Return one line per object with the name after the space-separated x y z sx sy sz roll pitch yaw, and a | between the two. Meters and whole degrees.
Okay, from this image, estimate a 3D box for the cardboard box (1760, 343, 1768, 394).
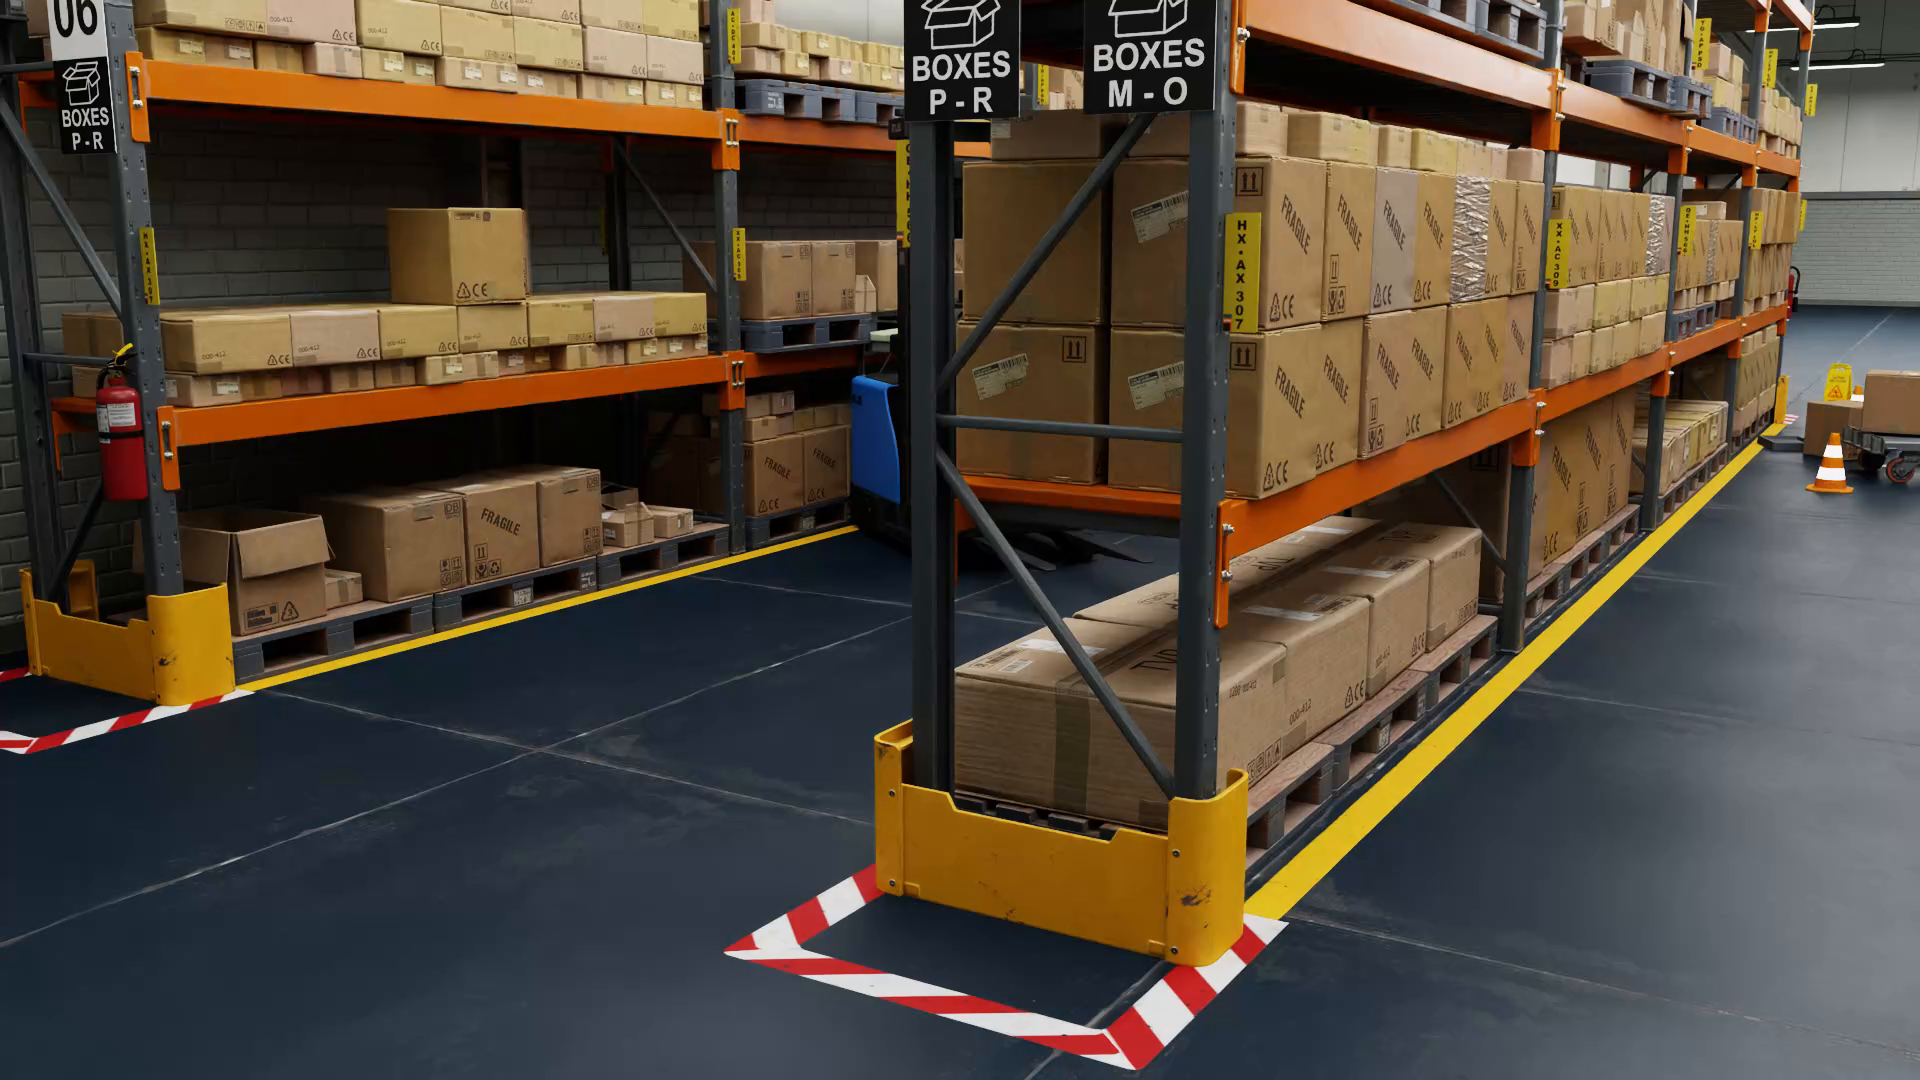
7.882 -1.753 16.873 0.500 0.500 0.500 6 12 29 | cardboard box

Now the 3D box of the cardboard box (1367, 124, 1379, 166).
1.246 -1.381 5.844 0.380 0.149 0.250 7 12 31 | cardboard box

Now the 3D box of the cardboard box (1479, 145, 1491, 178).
2.126 -1.665 7.361 0.380 0.149 0.250 6 12 31 | cardboard box

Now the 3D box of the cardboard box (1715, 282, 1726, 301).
6.119 -2.064 13.782 0.380 0.149 0.250 7 12 31 | cardboard box

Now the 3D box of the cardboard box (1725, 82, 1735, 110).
6.088 -3.635 13.746 0.500 0.250 0.500 7 12 31 | cardboard box

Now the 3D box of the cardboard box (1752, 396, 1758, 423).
7.612 -1.303 16.508 0.500 0.250 0.500 6 12 30 | cardboard box

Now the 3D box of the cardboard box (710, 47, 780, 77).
-1.368 -3.043 10.591 0.380 0.149 0.250 7 12 32 | cardboard box

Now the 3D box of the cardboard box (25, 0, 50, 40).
-3.942 -2.441 7.706 0.500 0.250 0.500 6 12 30 | cardboard box

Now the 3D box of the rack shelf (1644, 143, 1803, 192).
7.573 -3.648 16.504 1.077 0.370 4.000 6 12 31 | rack shelf

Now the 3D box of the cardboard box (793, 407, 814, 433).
-1.248 -0.848 11.634 0.380 0.149 0.250 6 12 28 | cardboard box

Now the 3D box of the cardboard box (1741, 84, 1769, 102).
6.977 -3.973 14.806 0.380 0.149 0.250 6 12 30 | cardboard box

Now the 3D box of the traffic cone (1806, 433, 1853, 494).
7.087 -0.637 13.511 0.336 0.463 0.334 6 12 31 | traffic cone

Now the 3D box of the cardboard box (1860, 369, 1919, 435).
8.071 -1.190 14.311 0.500 0.500 0.500 6 12 31 | cardboard box

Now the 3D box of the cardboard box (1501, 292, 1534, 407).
2.359 -0.906 7.784 0.500 0.500 0.500 7 12 31 | cardboard box

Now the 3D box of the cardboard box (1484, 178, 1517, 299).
2.102 -1.315 7.253 0.500 0.500 0.500 6 12 30 | cardboard box

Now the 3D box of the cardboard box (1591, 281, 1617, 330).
3.382 -1.330 9.370 0.500 0.250 0.500 7 12 31 | cardboard box

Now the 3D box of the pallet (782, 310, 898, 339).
-0.792 -1.656 12.585 1.003 0.211 1.213 6 12 31 | pallet

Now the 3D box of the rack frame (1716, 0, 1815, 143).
8.611 -5.790 17.842 1.000 3.000 0.127 6 12 31 | rack frame

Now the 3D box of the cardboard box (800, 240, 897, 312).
-0.744 -1.943 12.182 0.700 0.500 0.500 6 12 30 | cardboard box

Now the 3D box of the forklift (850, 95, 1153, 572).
0.232 -1.333 10.526 1.130 2.935 3.031 -4 11 -21 | forklift

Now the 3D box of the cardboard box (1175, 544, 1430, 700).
1.499 0.328 7.286 0.875 0.438 0.875 6 12 29 | cardboard box

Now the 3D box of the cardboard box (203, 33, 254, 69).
-3.462 -2.221 7.613 0.380 0.149 0.250 7 12 32 | cardboard box

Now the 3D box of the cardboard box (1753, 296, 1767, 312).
7.644 -2.308 16.228 0.380 0.149 0.250 6 12 31 | cardboard box

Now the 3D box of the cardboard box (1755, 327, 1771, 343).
8.013 -2.088 16.901 0.380 0.149 0.250 7 13 33 | cardboard box

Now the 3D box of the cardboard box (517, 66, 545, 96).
-2.495 -2.497 9.084 0.380 0.149 0.250 7 12 31 | cardboard box

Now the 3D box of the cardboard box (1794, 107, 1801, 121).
8.688 -4.503 17.633 0.380 0.149 0.250 7 12 31 | cardboard box

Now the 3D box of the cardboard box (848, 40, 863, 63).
-0.894 -3.359 11.469 0.380 0.149 0.250 7 12 31 | cardboard box

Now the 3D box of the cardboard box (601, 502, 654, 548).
-2.087 -0.118 10.139 0.396 0.266 0.258 7 13 33 | cardboard box

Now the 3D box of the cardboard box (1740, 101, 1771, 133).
6.997 -3.802 14.974 0.500 0.250 0.500 6 12 29 | cardboard box

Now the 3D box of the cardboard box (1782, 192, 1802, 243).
8.087 -3.258 16.823 0.700 0.500 0.500 6 12 30 | cardboard box

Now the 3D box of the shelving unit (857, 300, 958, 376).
-0.354 -0.967 12.073 0.431 1.500 0.755 7 15 32 | shelving unit

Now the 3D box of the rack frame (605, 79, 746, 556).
-1.863 -1.428 10.843 1.000 3.000 0.127 6 12 31 | rack frame

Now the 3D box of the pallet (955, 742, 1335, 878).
0.653 0.912 5.922 1.003 0.211 1.213 6 12 31 | pallet

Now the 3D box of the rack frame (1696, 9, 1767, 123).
6.535 -5.161 14.482 1.000 3.000 0.127 6 12 31 | rack frame

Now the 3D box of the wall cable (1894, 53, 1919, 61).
26.427 -13.933 43.692 3.097 2.526 0.112 6 12 31 | wall cable

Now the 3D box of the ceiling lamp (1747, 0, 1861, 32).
16.134 -11.333 31.589 2.000 3.185 0.800 6 12 31 | ceiling lamp

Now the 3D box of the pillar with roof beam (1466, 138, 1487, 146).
13.145 -7.716 28.131 9.100 9.000 0.548 6 12 31 | pillar with roof beam

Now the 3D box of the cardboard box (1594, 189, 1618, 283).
3.358 -1.698 9.297 0.500 0.500 0.500 6 12 29 | cardboard box

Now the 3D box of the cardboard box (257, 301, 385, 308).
-3.398 -1.127 8.838 0.500 0.250 0.500 7 13 32 | cardboard box

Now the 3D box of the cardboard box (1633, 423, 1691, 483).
5.136 -0.703 12.971 0.950 0.372 0.625 6 12 30 | cardboard box

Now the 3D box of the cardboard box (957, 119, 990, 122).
-0.106 -3.274 12.964 0.500 0.250 0.500 6 12 31 | cardboard box

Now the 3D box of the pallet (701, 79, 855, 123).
-1.465 -2.906 11.097 1.213 0.211 1.003 6 12 31 | pallet

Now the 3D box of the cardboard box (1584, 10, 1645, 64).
3.629 -2.823 9.368 0.396 0.266 0.258 8 13 35 | cardboard box

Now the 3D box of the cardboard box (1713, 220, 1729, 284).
5.961 -2.361 13.606 0.500 0.500 0.500 7 13 33 | cardboard box

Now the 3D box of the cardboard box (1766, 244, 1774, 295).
7.759 -2.690 16.508 0.500 0.500 0.500 7 12 31 | cardboard box

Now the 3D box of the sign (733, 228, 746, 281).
-1.395 -1.803 10.493 0.100 0.325 0.005 6 12 31 | sign

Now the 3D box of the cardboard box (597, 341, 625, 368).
-2.203 -1.105 9.803 0.380 0.149 0.250 7 13 32 | cardboard box

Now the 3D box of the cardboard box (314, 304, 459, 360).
-2.952 -1.076 8.564 0.500 0.250 0.500 6 12 30 | cardboard box

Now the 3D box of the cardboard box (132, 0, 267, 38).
-3.476 -2.389 7.427 0.500 0.250 0.500 6 12 30 | cardboard box

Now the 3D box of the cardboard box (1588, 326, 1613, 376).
3.382 -1.085 9.420 0.500 0.250 0.500 6 12 30 | cardboard box

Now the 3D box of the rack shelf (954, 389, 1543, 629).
1.343 -0.286 6.700 1.077 0.370 4.000 6 12 31 | rack shelf

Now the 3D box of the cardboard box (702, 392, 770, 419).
-1.501 -0.907 11.144 0.380 0.149 0.250 6 12 30 | cardboard box

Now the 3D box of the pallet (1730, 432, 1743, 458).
6.853 -0.951 15.873 1.003 0.211 1.213 6 12 31 | pallet

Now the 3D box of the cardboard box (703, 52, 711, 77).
-1.765 -3.088 10.833 0.380 0.149 0.250 6 12 31 | cardboard box

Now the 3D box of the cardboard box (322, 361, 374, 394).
-3.152 -0.824 8.299 0.380 0.149 0.250 7 13 32 | cardboard box
